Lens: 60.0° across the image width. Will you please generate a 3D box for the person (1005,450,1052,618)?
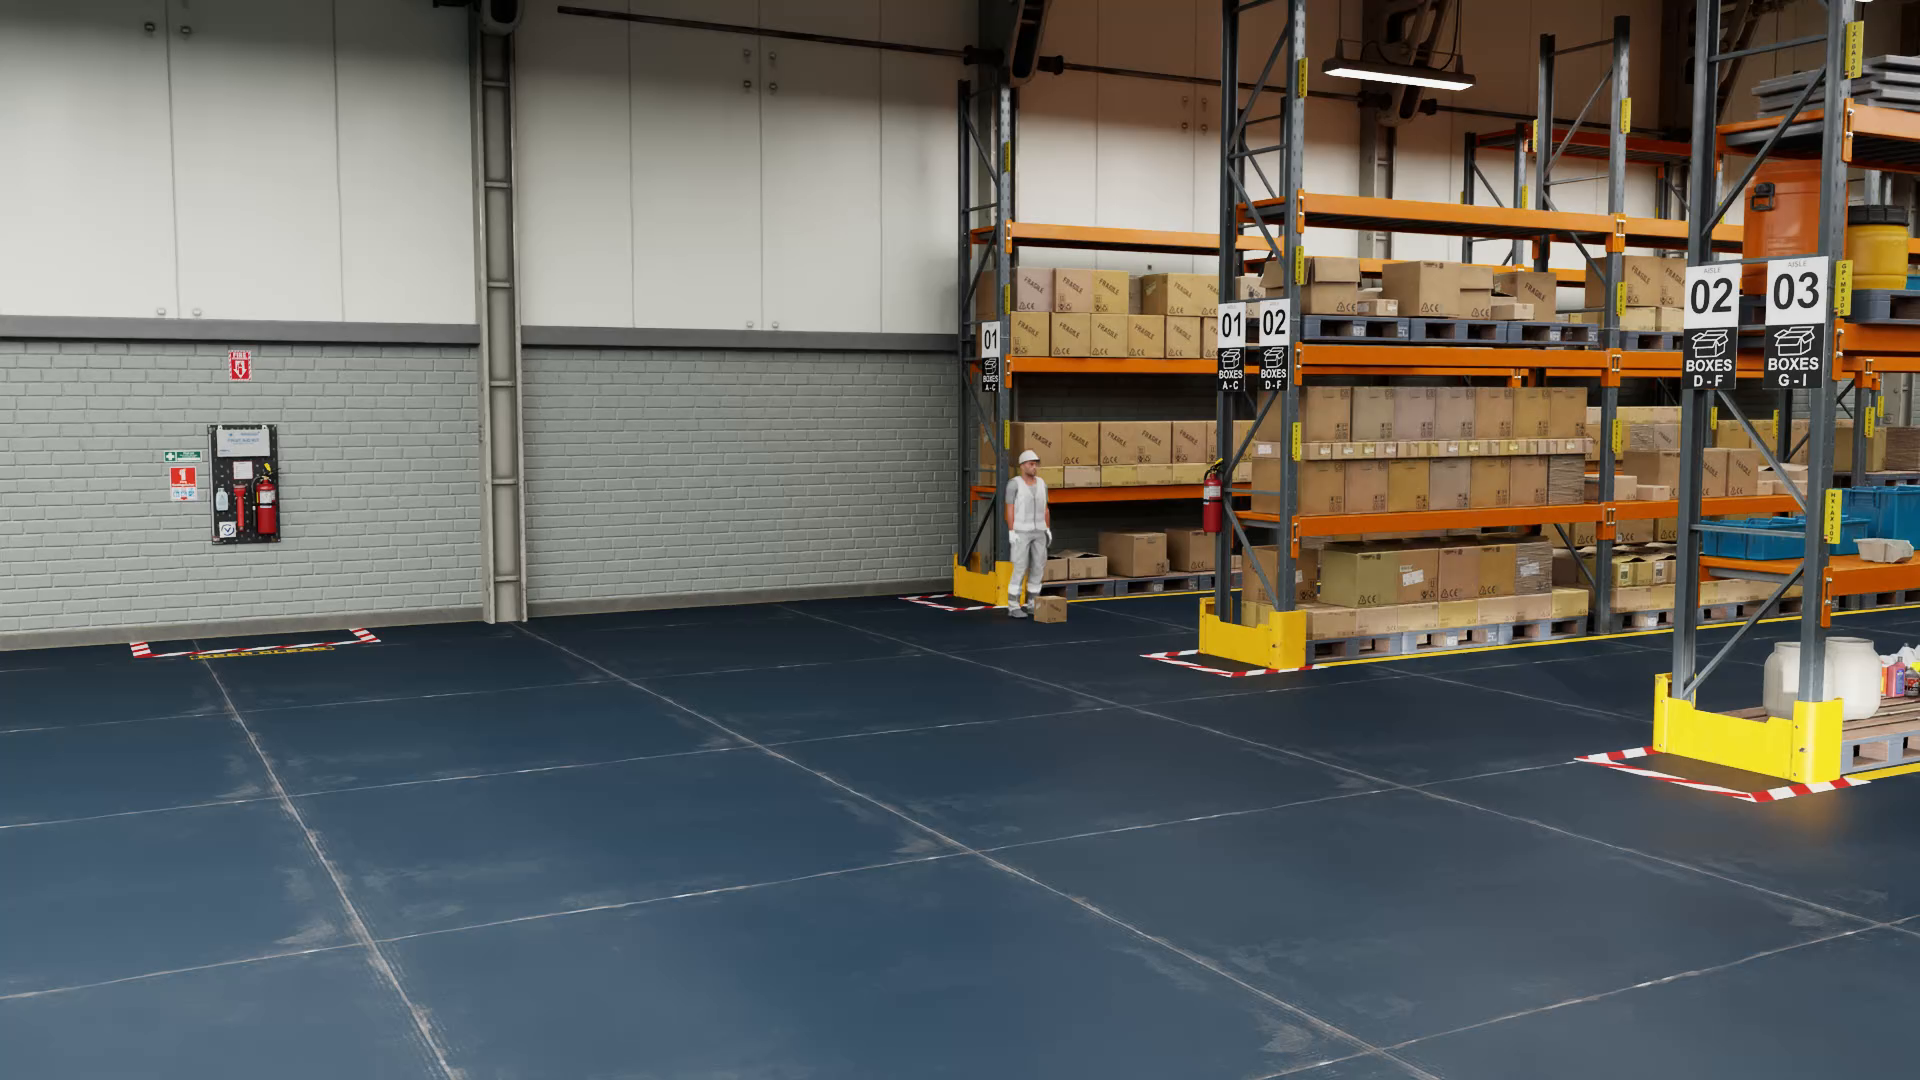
[{"bbox_3d":[0.743,-0.068,17.836,0.523,1.787,0.341,-3,6,-29],"label":"person"}]
